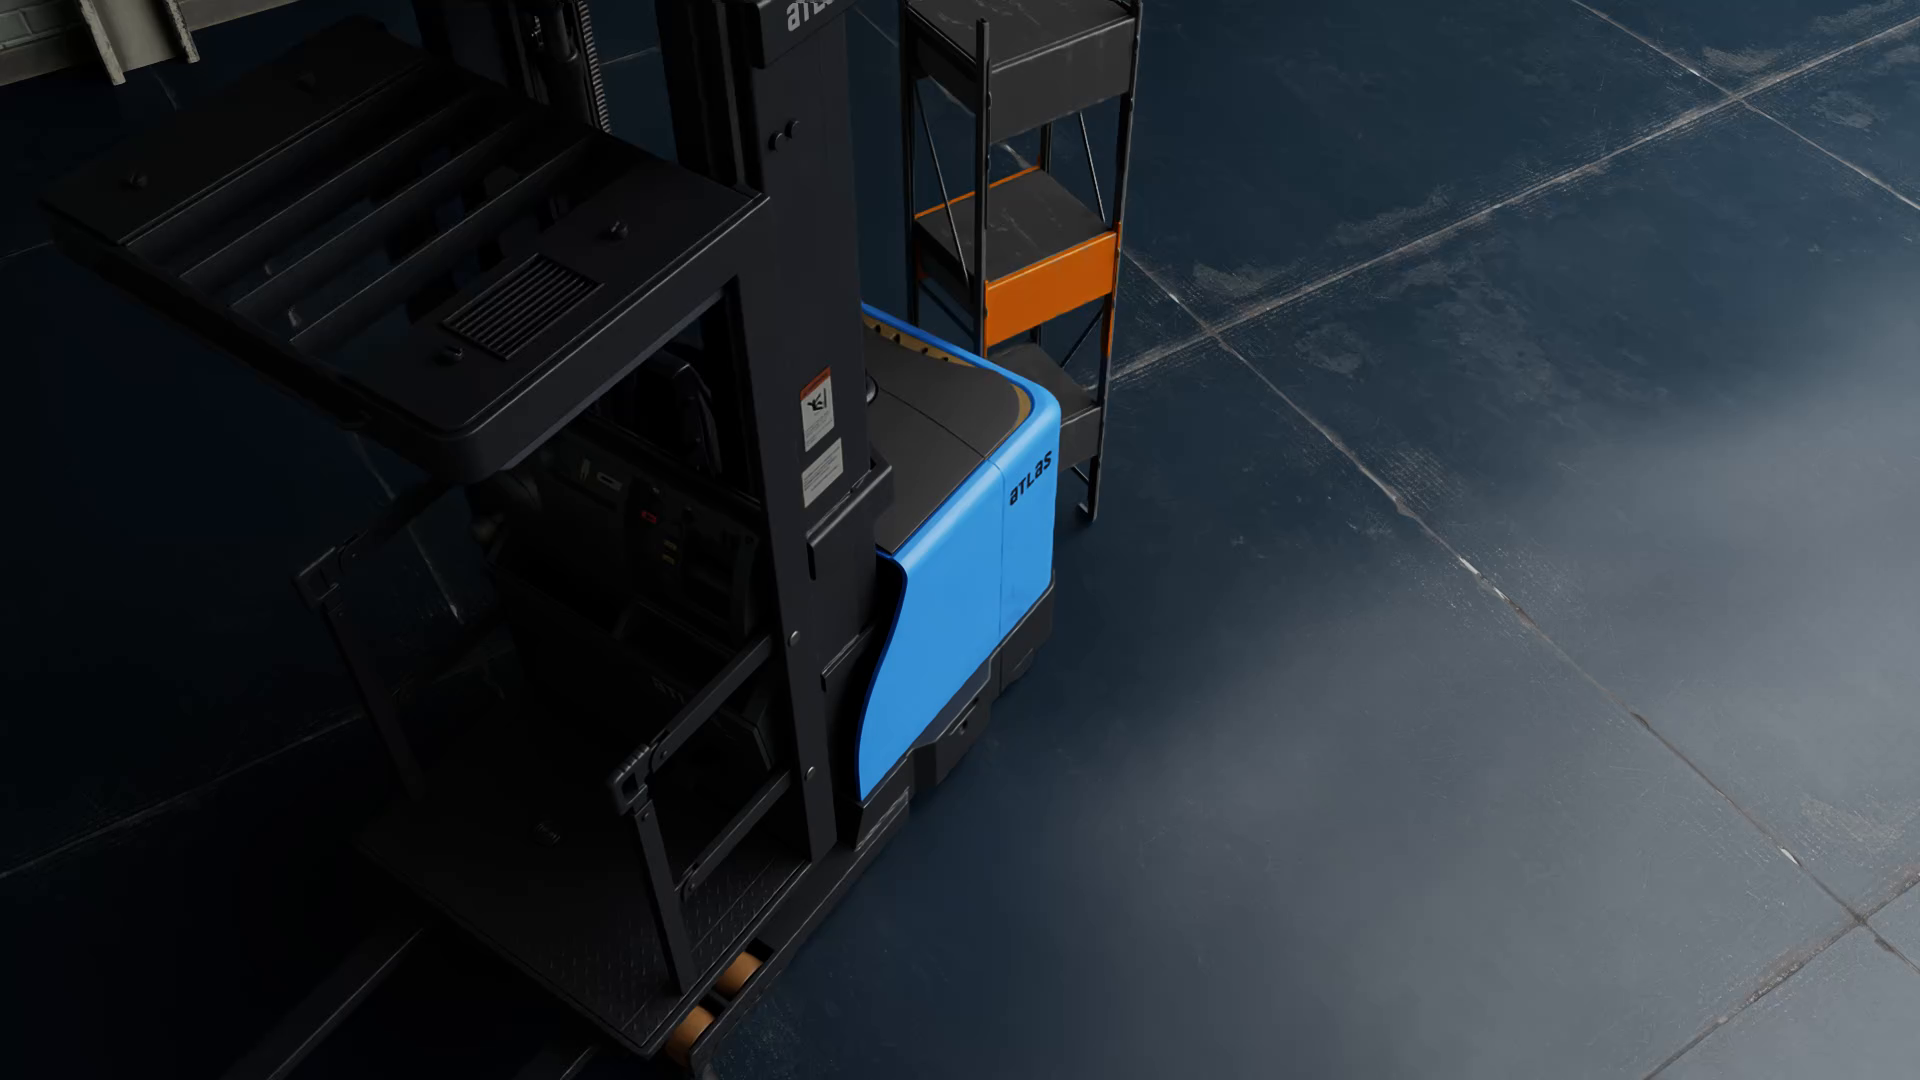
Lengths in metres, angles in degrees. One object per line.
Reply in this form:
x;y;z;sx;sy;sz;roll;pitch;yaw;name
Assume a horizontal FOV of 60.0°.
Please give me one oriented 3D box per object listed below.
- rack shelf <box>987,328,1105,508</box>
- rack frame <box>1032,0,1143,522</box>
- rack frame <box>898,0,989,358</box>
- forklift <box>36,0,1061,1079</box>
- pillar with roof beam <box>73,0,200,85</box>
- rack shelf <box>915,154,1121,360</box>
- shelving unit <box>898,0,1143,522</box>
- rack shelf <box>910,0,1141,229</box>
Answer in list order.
0.157;-0.313;5.579;0.480;0.518;0.431;-26;53;-22;rack shelf
0.360;-0.889;5.136;0.015;2.100;0.400;-26;53;-22;rack frame
-0.046;-0.687;4.956;0.015;2.100;0.400;-26;53;-22;rack frame
-0.957;0.026;3.764;1.130;2.935;3.031;28;54;22;forklift
-1.487;-2.525;1.973;0.400;9.000;9.100;-25;53;-21;pillar with roof beam
0.157;-0.779;5.056;0.480;0.518;0.431;-26;53;-22;rack shelf
0.157;-0.788;5.046;0.503;2.100;0.431;-26;53;-22;shelving unit
0.157;-1.244;4.533;0.480;0.518;0.431;-26;53;-22;rack shelf
